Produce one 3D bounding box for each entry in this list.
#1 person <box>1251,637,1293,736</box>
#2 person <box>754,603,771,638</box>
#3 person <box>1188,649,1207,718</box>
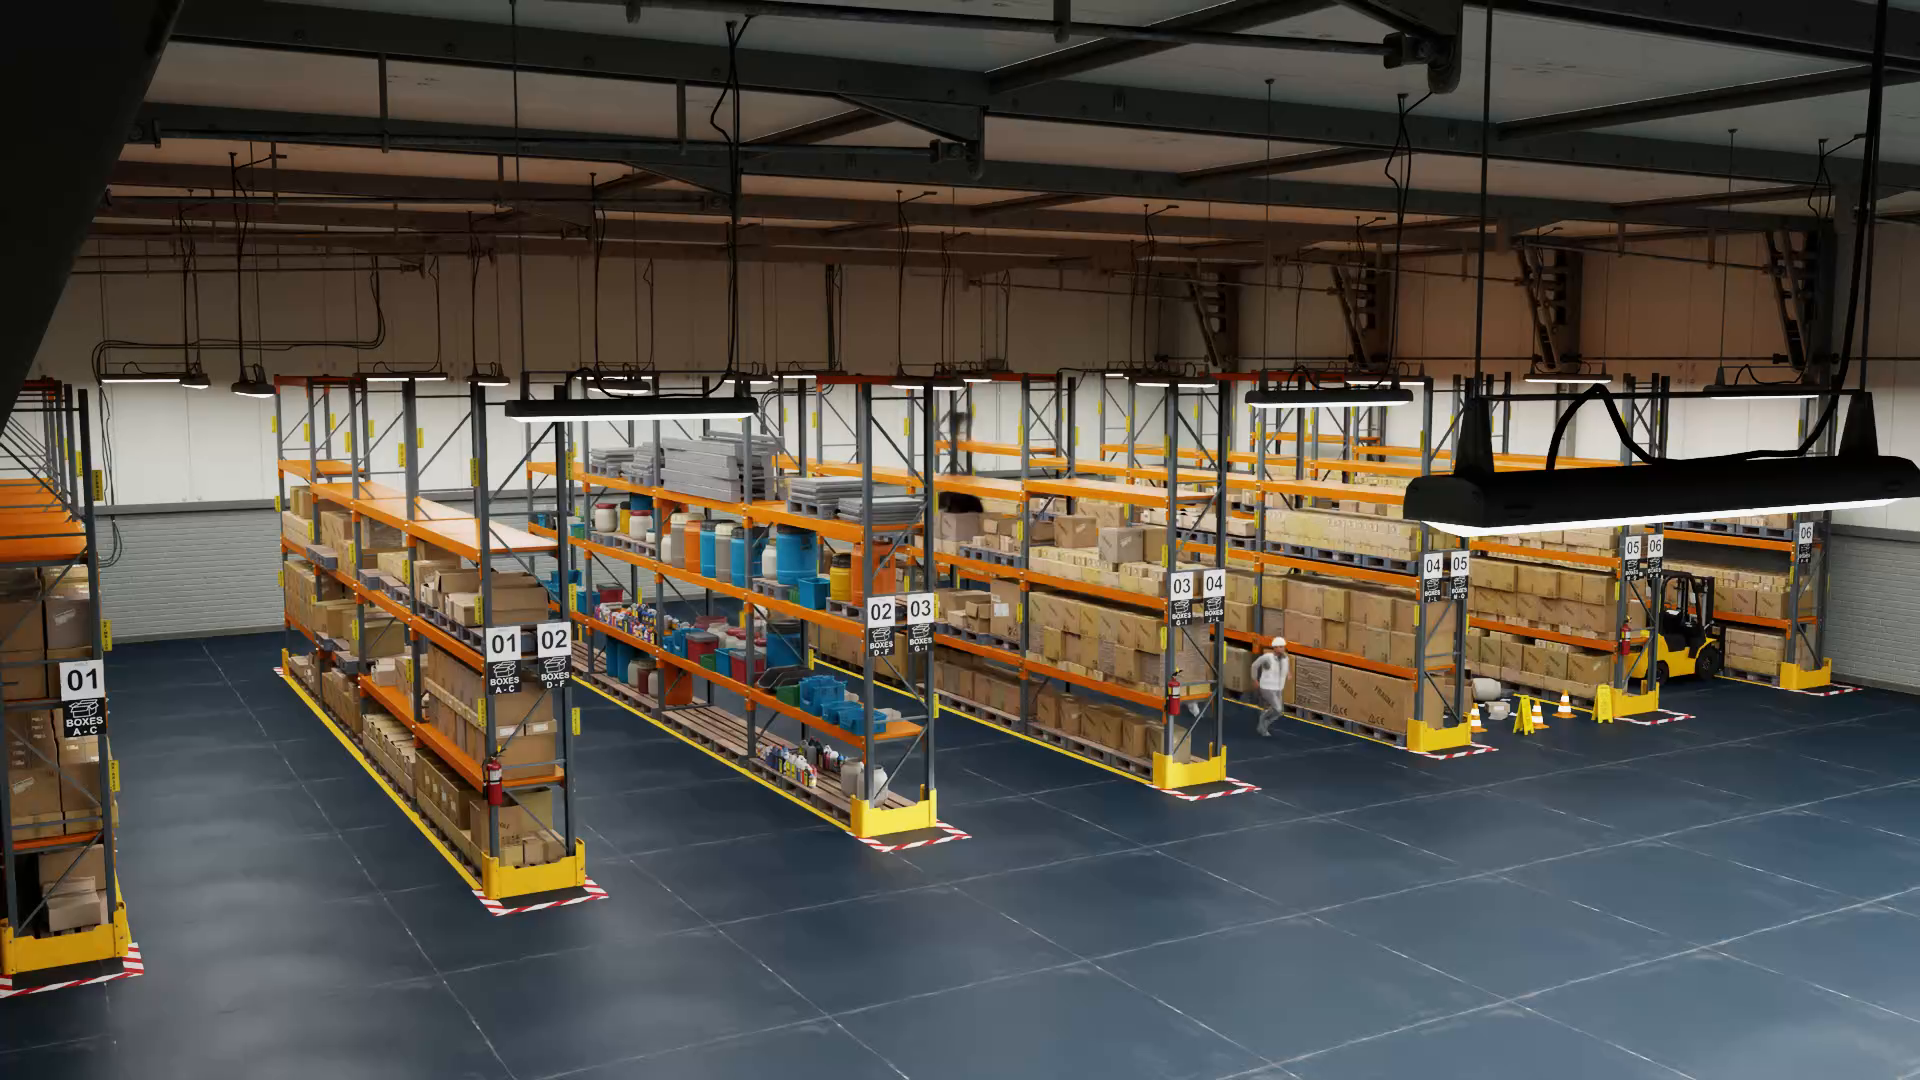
[{"bbox_3d":[5.212,2.440,27.605,0.618,1.688,0.737,-4,8,-35],"label":"person"},{"bbox_3d":[-4.108,1.792,34.026,0.581,1.736,0.765,-3,7,-26],"label":"person"},{"bbox_3d":[4.012,2.197,29.607,0.703,1.802,1.046,-5,8,-40],"label":"person"}]
